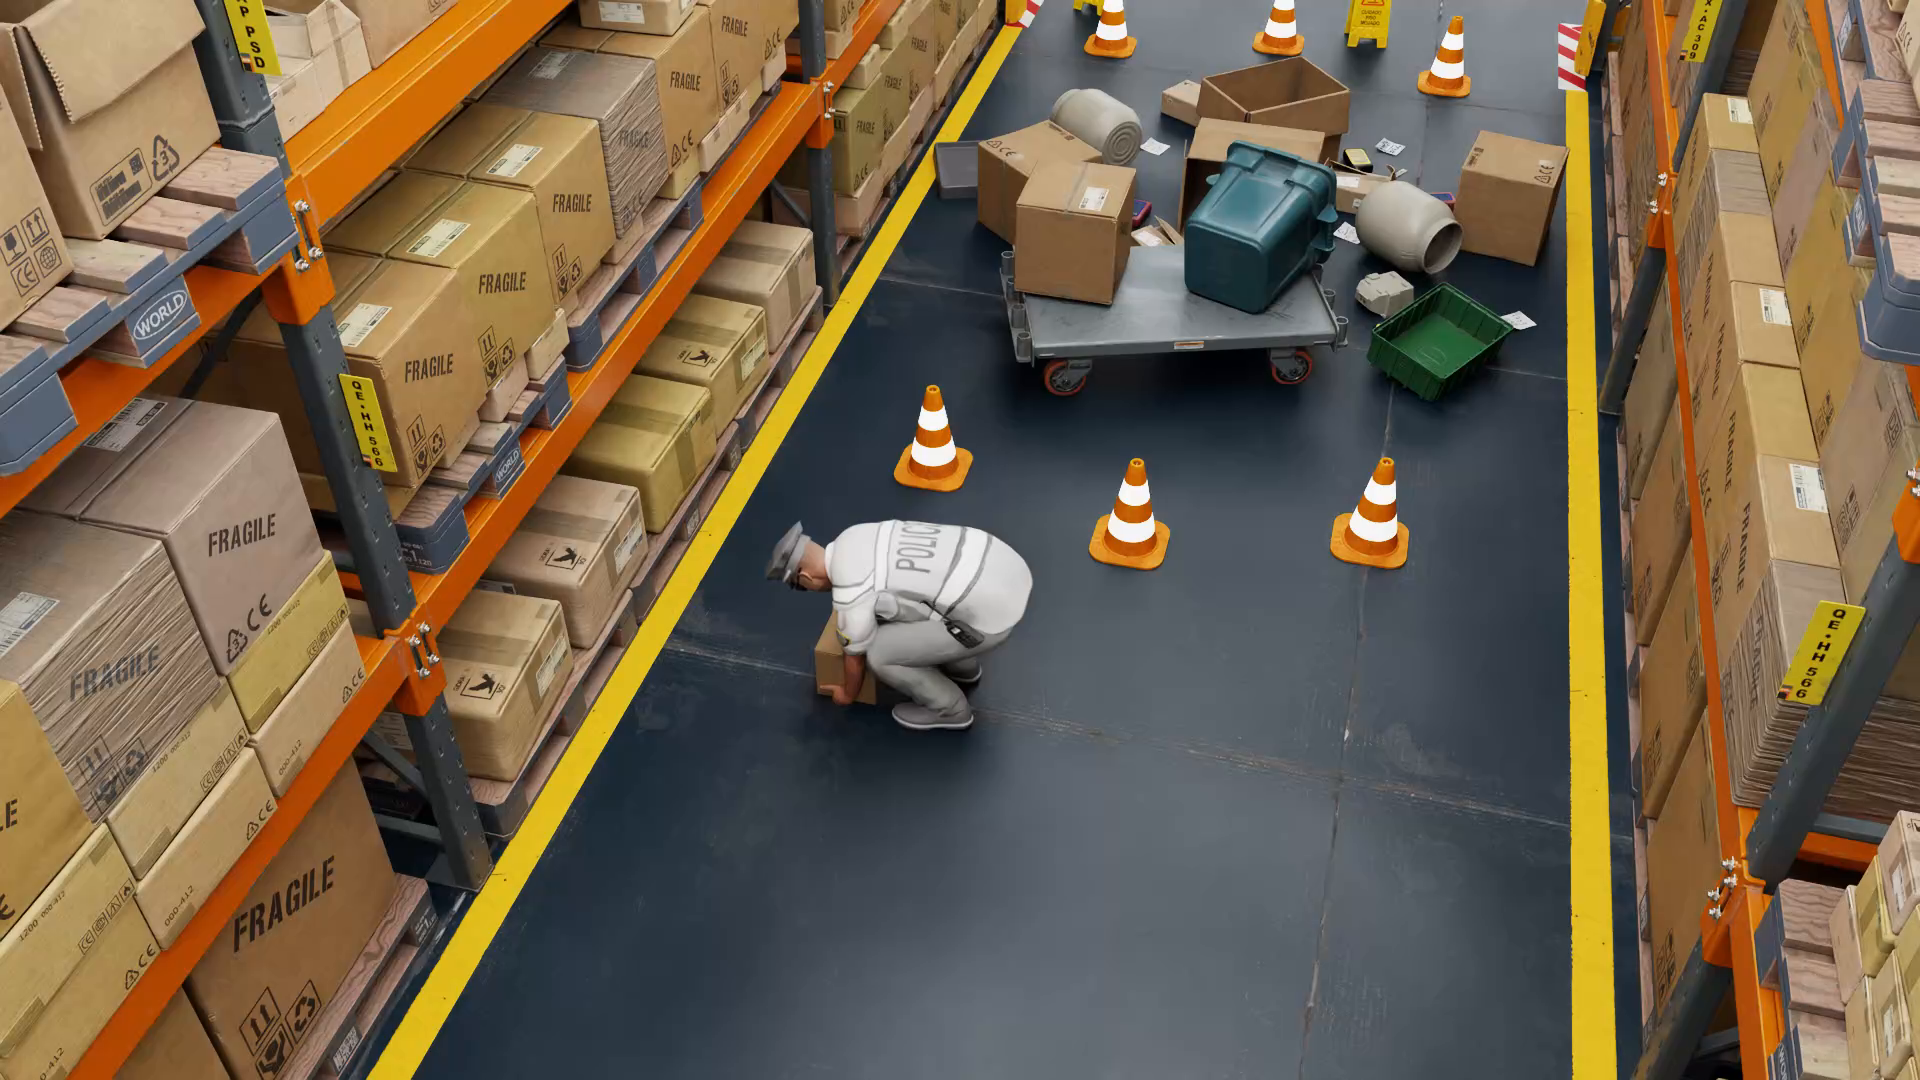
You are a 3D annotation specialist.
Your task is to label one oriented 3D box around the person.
[{"bbox_3d":[-0.243,0.309,6.531,1.027,0.833,0.524,9,42,10],"label":"person"}]
